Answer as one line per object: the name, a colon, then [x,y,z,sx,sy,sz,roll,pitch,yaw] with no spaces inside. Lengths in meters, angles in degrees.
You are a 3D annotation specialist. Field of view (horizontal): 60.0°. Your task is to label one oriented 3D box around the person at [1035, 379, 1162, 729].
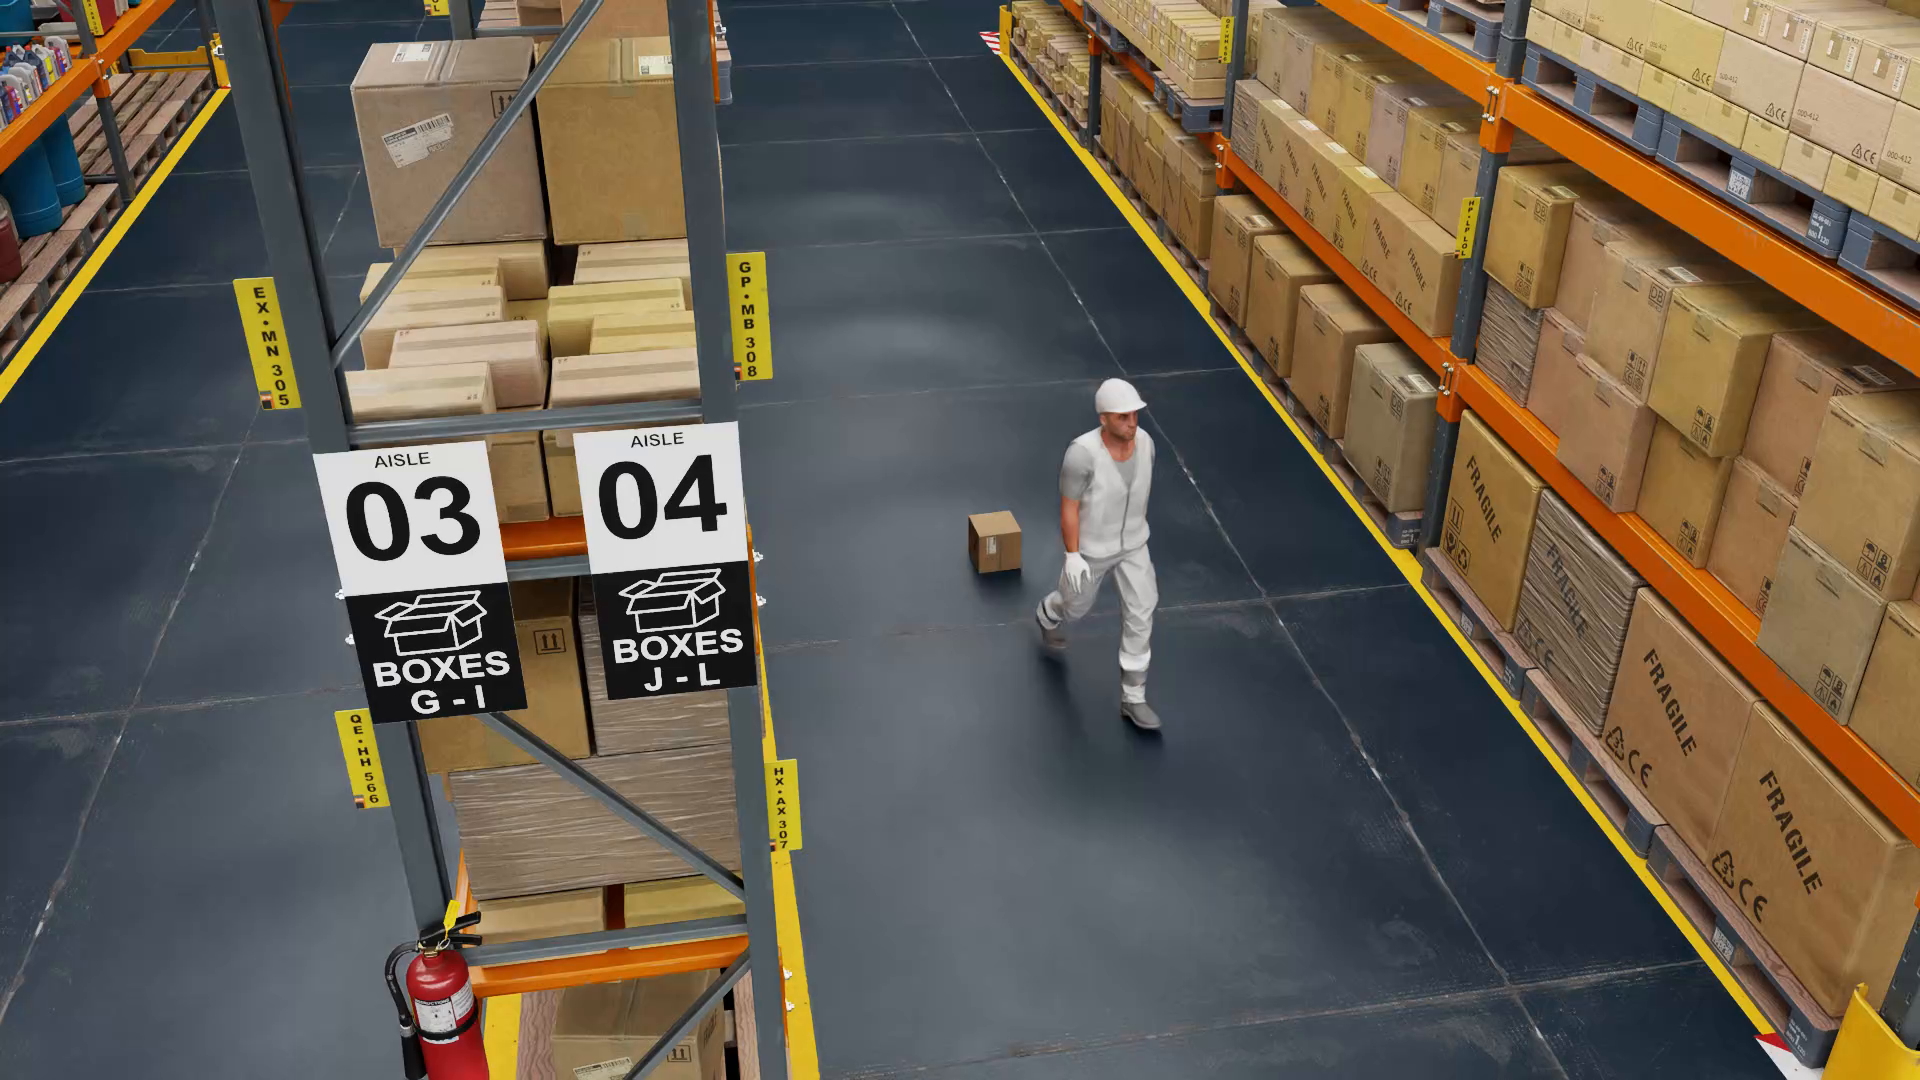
person: [0.702,0.000,8.126,0.527,1.753,1.032,-12,33,-20]
